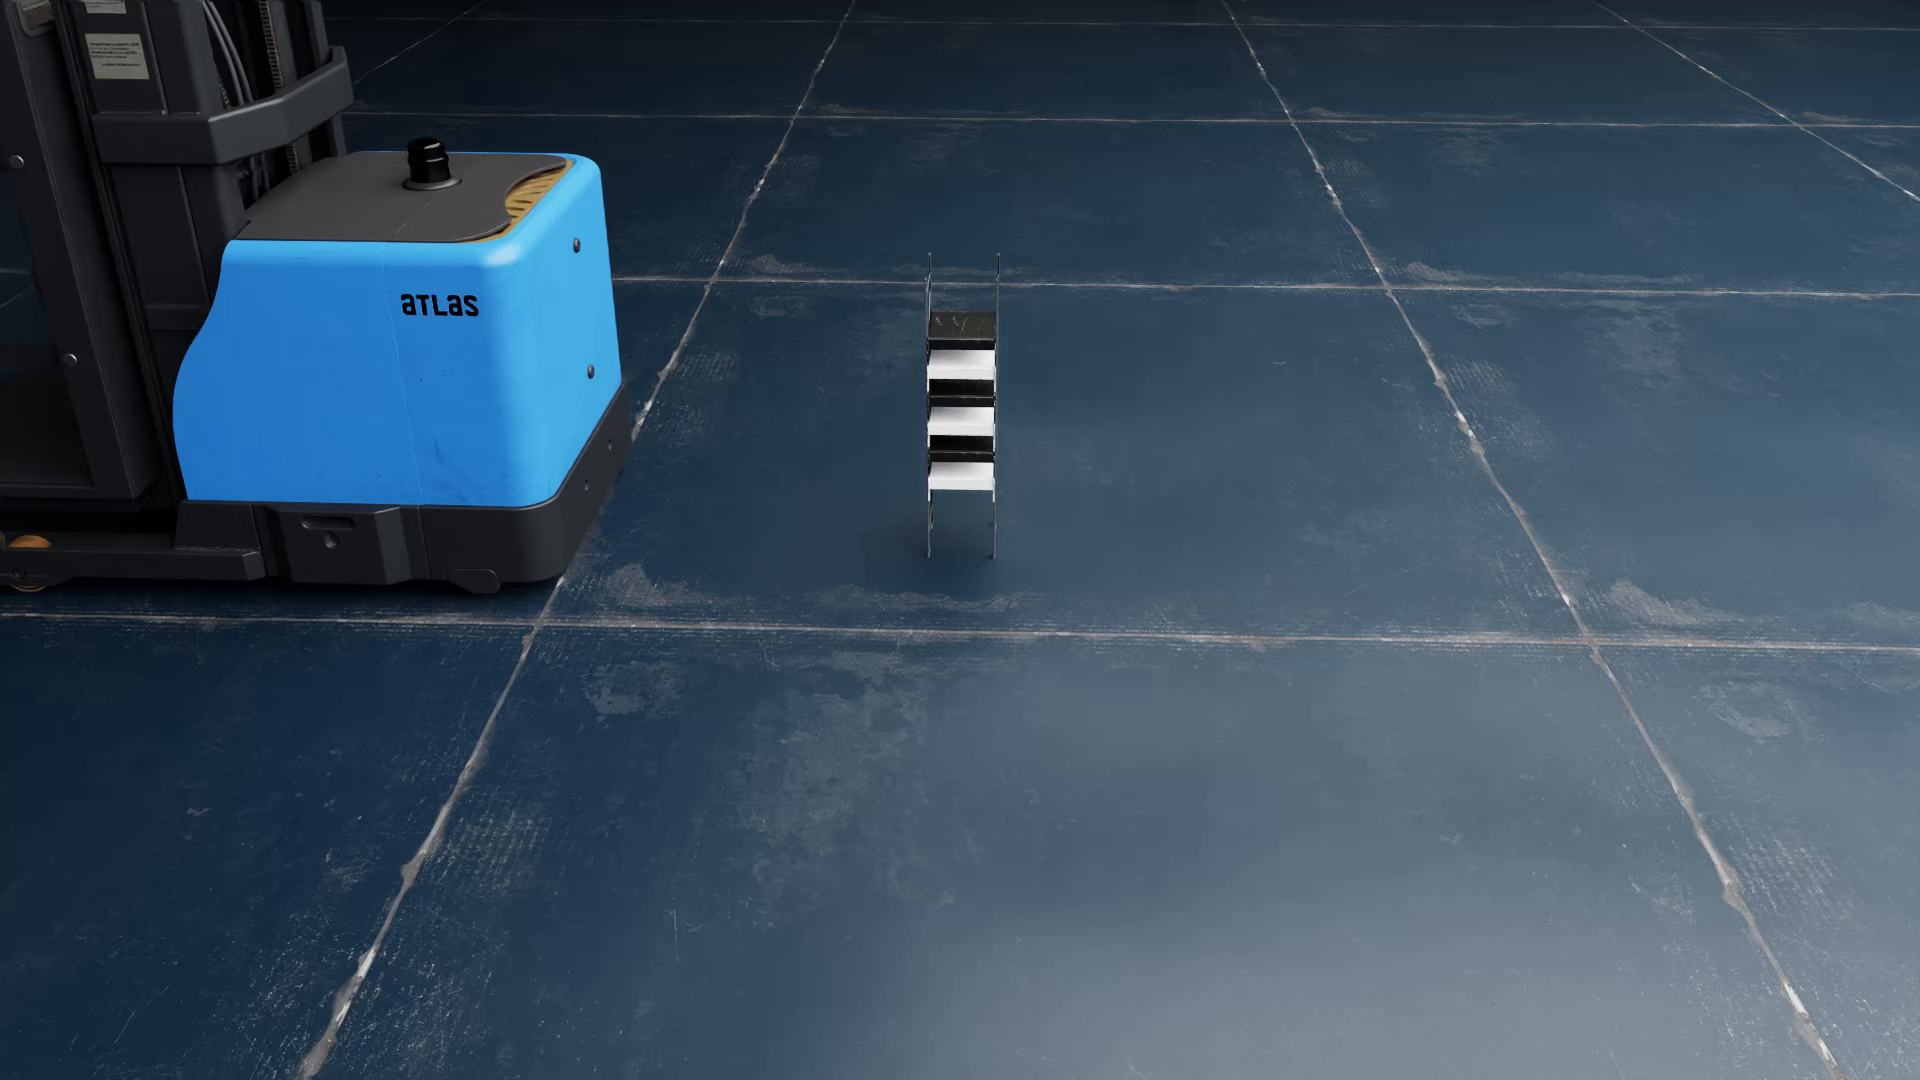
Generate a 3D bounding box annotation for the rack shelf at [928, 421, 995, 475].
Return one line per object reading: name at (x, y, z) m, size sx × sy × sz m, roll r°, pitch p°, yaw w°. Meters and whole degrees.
rack shelf at (0.008, -0.288, 5.097) m, size 0.200 × 0.077 × 0.258 m, roll 1°, pitch 28°, yaw 2°

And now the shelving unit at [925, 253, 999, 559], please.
shelving unit at (0.008, -0.397, 5.039) m, size 0.210 × 0.900 × 0.258 m, roll 1°, pitch 28°, yaw 2°

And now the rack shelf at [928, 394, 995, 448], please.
rack shelf at (0.008, -0.368, 5.055) m, size 0.200 × 0.077 × 0.258 m, roll 1°, pitch 28°, yaw 2°

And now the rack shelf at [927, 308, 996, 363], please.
rack shelf at (0.008, -0.607, 4.928) m, size 0.200 × 0.077 × 0.258 m, roll 1°, pitch 28°, yaw 2°

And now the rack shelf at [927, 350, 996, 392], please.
rack shelf at (0.008, -0.527, 4.970) m, size 0.200 × 0.077 × 0.258 m, roll 1°, pitch 28°, yaw 2°

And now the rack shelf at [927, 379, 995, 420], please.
rack shelf at (0.008, -0.448, 5.012) m, size 0.200 × 0.077 × 0.258 m, roll 1°, pitch 28°, yaw 2°

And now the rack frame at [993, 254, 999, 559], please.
rack frame at (0.110, -0.396, 5.036) m, size 0.006 × 0.900 × 0.240 m, roll 1°, pitch 28°, yaw 2°

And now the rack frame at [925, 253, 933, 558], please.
rack frame at (-0.093, -0.399, 5.042) m, size 0.006 × 0.900 × 0.240 m, roll 1°, pitch 28°, yaw 2°

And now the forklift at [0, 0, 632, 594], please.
forklift at (-2.657, -1.385, 4.734) m, size 3.031 × 2.935 × 1.130 m, roll 1°, pitch 28°, yaw 3°

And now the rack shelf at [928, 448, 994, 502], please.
rack shelf at (0.008, -0.209, 5.139) m, size 0.200 × 0.077 × 0.258 m, roll 1°, pitch 28°, yaw 2°
